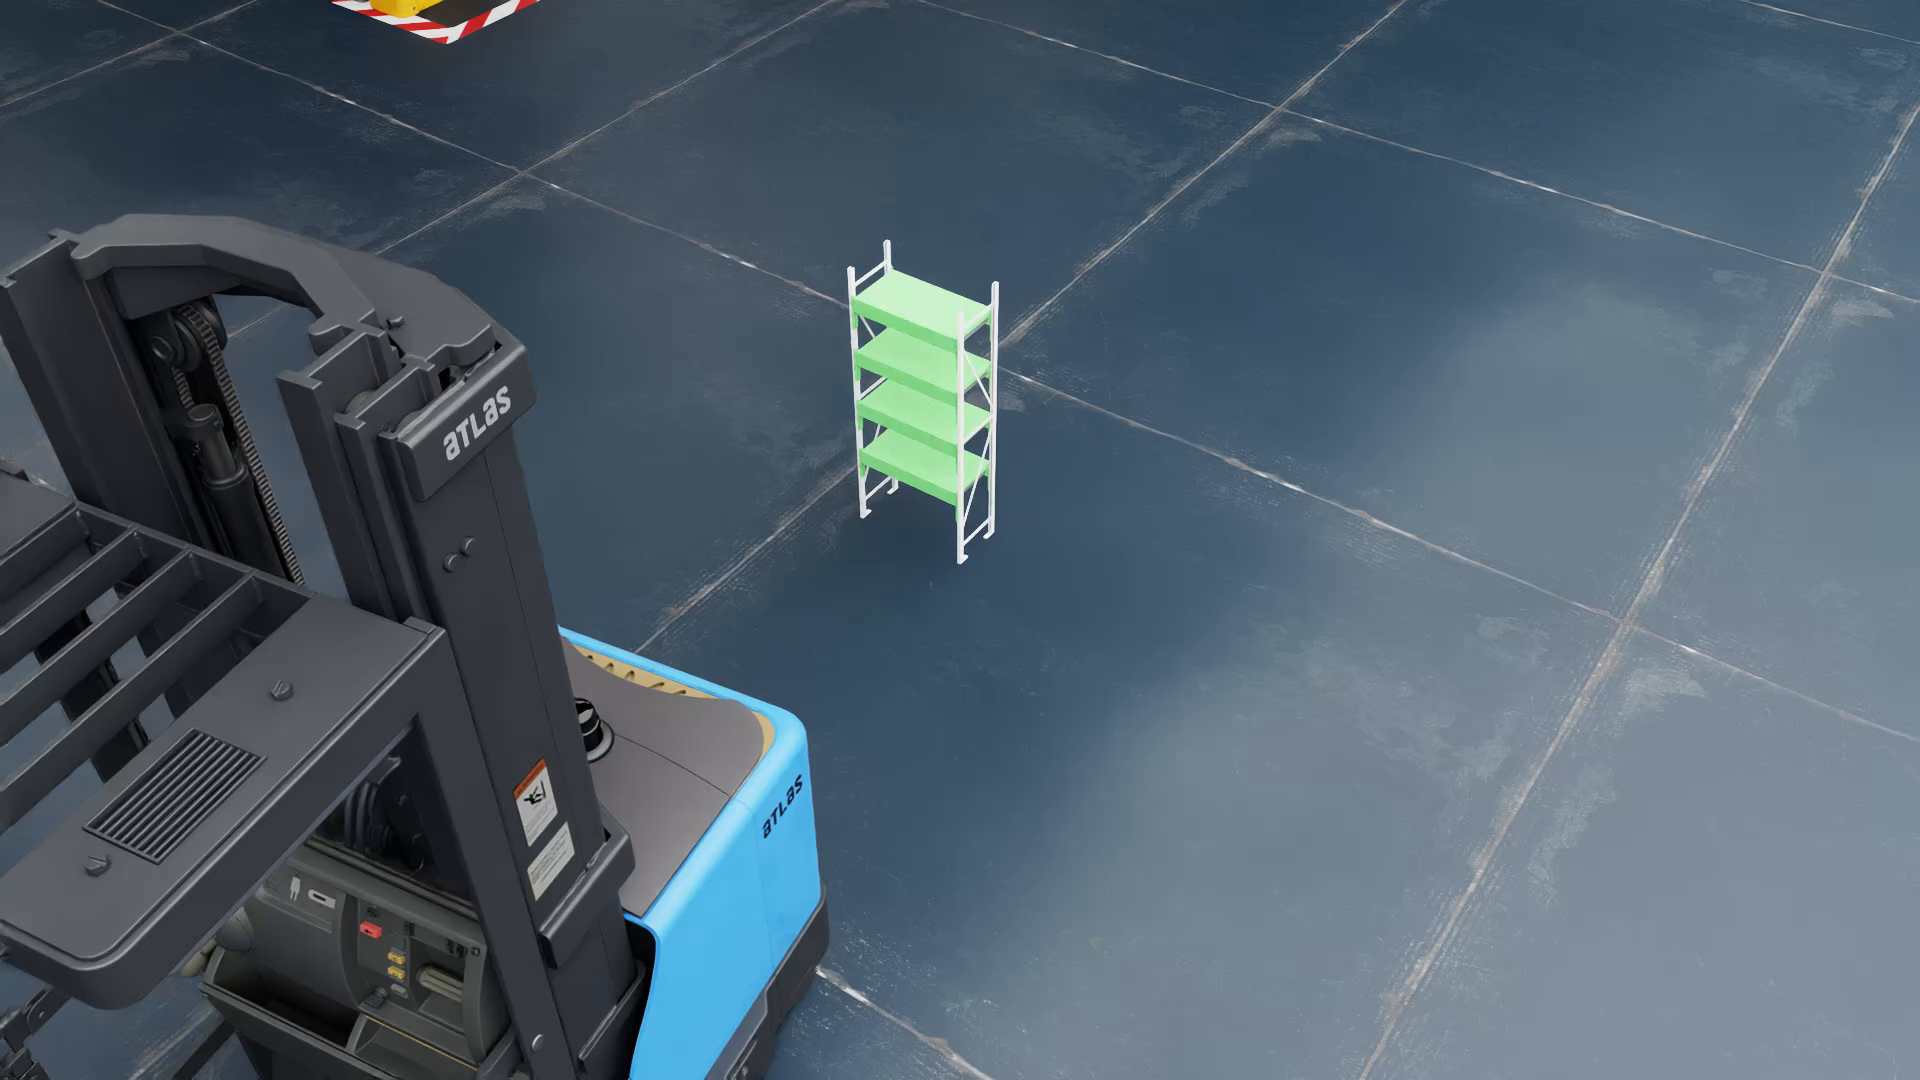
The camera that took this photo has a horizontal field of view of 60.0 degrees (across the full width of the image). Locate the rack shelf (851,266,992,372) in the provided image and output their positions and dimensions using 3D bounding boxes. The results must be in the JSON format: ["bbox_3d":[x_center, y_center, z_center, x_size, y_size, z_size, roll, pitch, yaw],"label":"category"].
[{"bbox_3d":[-0.136,-0.821,6.143,0.480,0.148,0.258,25,48,25],"label":"rack shelf"}]

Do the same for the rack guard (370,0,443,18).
[{"bbox_3d":[-3.279,-3.818,10.642,0.348,0.500,1.175,25,48,25],"label":"rack guard"}]

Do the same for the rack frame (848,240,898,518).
[{"bbox_3d":[-0.335,-0.604,6.525,0.015,1.200,0.240,25,48,25],"label":"rack frame"}]

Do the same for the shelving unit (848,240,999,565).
[{"bbox_3d":[-0.136,-0.511,6.421,0.503,1.200,0.258,25,48,25],"label":"shelving unit"}]

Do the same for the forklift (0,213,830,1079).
[{"bbox_3d":[-1.500,0.946,3.494,1.130,2.935,3.031,18,45,19],"label":"forklift"}]

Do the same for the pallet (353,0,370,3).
[{"bbox_3d":[-3.999,-3.983,11.043,1.213,0.211,1.003,25,48,25],"label":"pallet"}]

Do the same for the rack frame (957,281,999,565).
[{"bbox_3d":[0.064,-0.417,6.316,0.015,1.200,0.240,25,48,25],"label":"rack frame"}]

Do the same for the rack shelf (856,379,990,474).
[{"bbox_3d":[-0.136,-0.463,6.463,0.480,0.148,0.258,25,48,25],"label":"rack shelf"}]

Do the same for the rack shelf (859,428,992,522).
[{"bbox_3d":[-0.136,-0.284,6.623,0.480,0.148,0.258,25,48,25],"label":"rack shelf"}]

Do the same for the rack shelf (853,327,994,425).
[{"bbox_3d":[-0.136,-0.642,6.303,0.480,0.148,0.258,25,48,25],"label":"rack shelf"}]
